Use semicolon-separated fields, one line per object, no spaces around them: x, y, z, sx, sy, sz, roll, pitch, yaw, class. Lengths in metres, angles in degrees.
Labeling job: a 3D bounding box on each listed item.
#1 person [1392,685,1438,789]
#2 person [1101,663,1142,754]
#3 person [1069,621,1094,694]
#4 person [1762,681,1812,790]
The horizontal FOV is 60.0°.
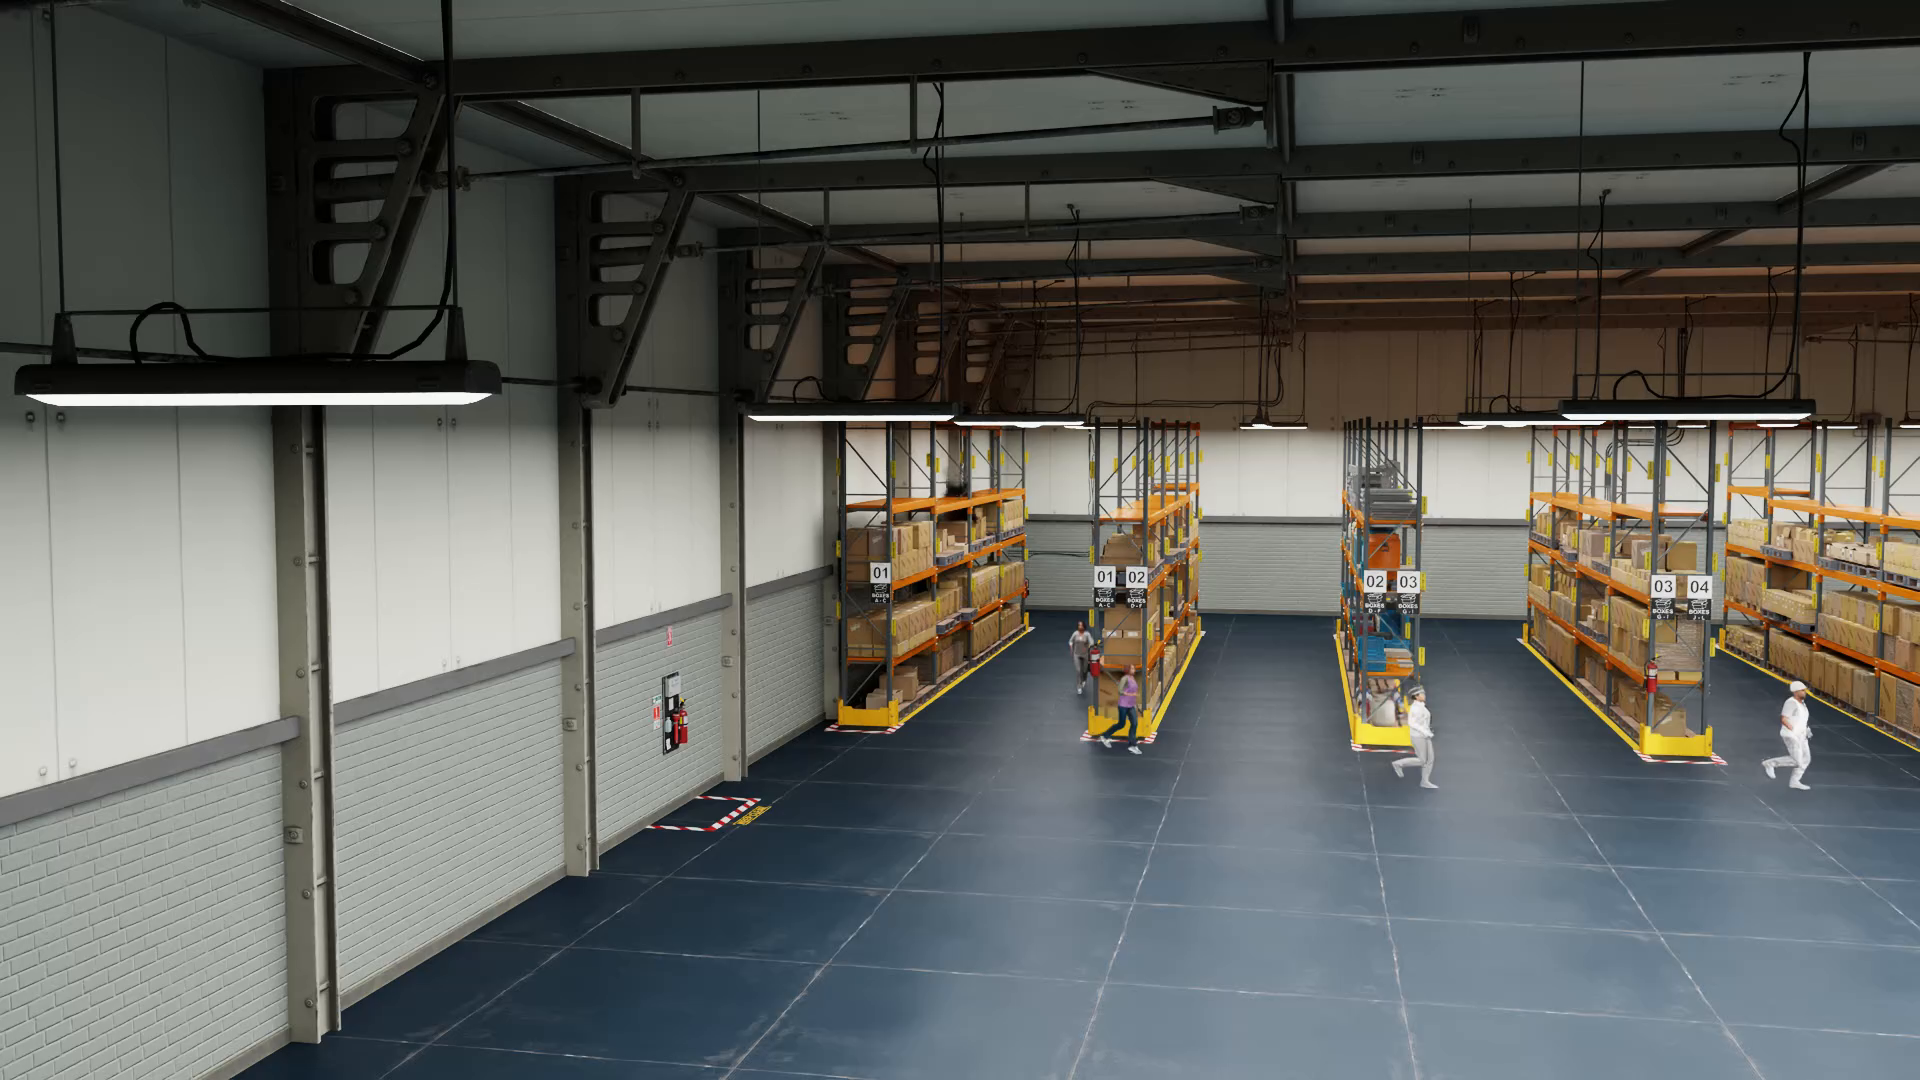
7.358;3.156;26.786;0.729;1.667;0.615;2;4;28;person
2.954;2.994;29.796;0.807;1.602;0.543;3;5;36;person
2.662;2.560;36.525;0.558;1.584;0.723;0;4;7;person
13.330;3.124;26.750;0.694;1.734;0.662;4;5;44;person
